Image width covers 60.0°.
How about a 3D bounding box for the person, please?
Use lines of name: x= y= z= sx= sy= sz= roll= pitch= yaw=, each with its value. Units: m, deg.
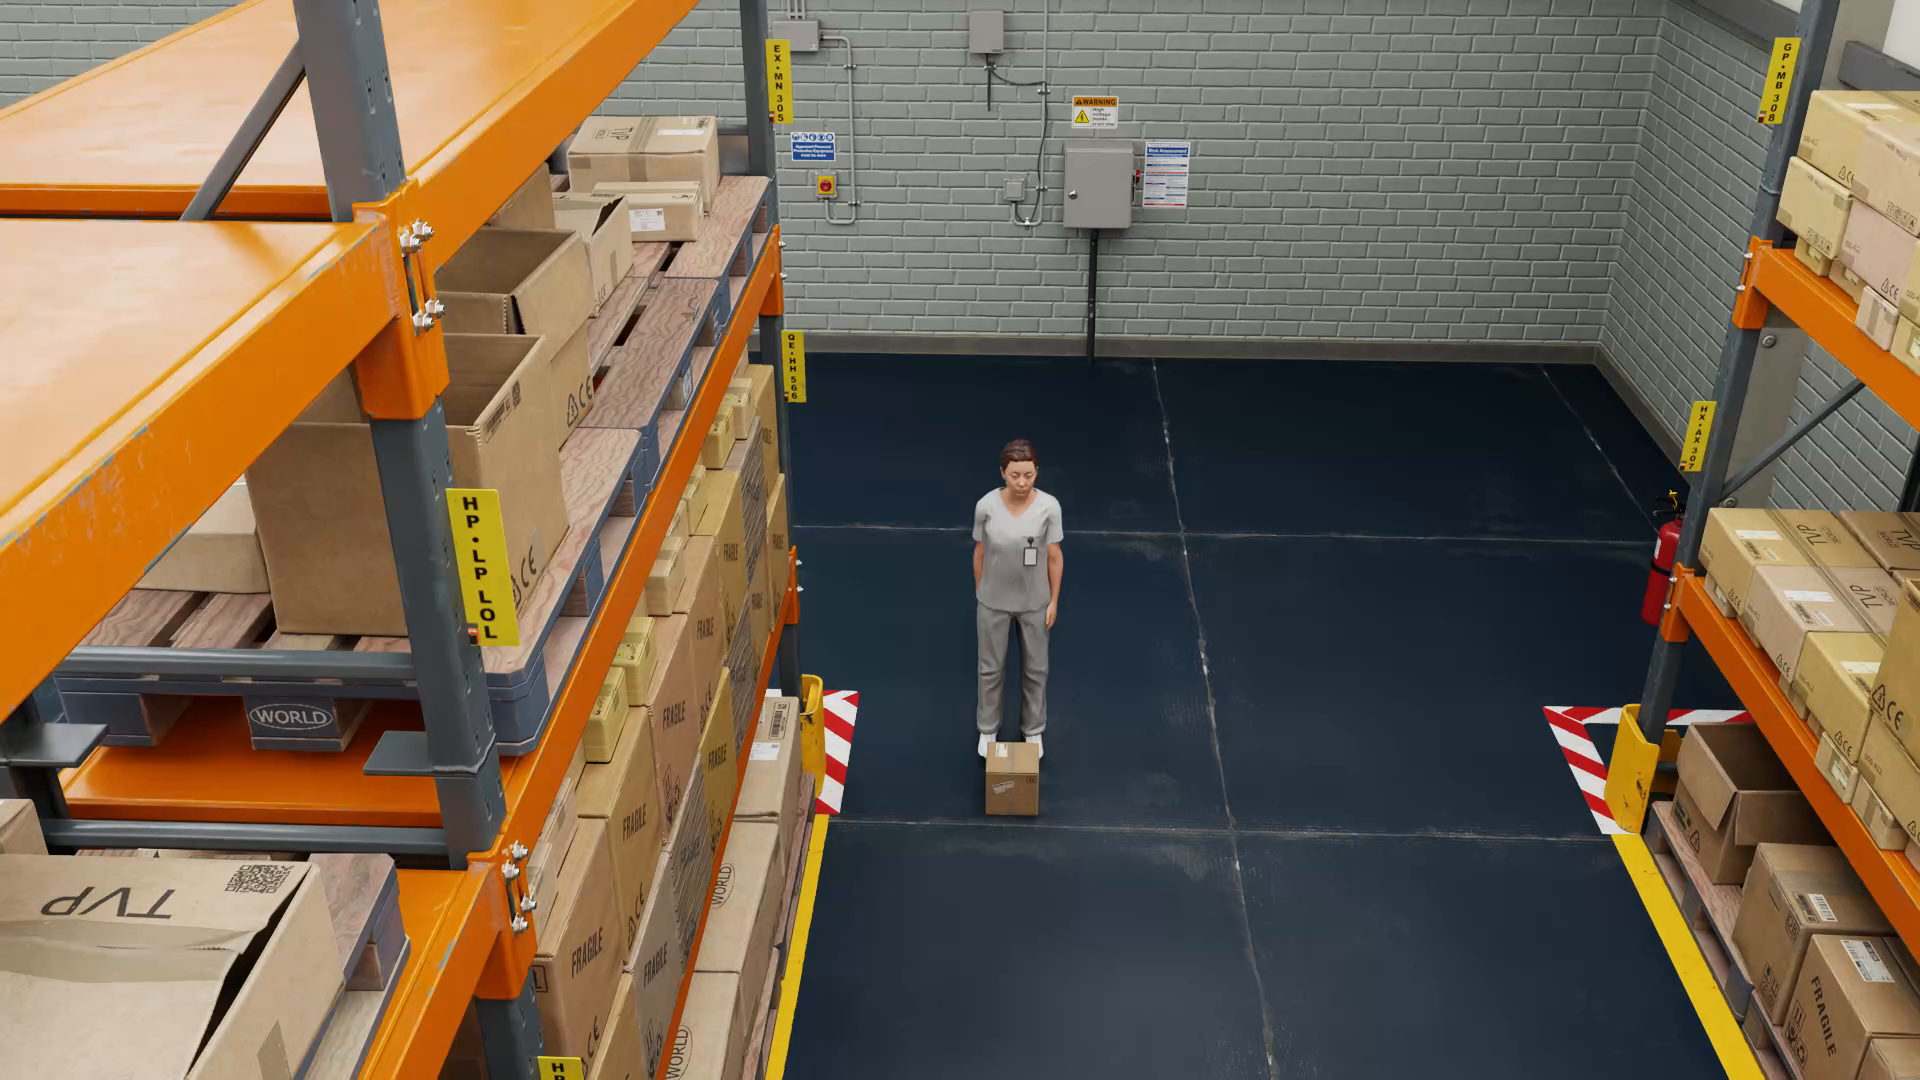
person: x=0.275 y=0.292 z=8.084 sx=0.437 sy=1.670 sz=0.362 roll=2 pitch=28 yaw=3
